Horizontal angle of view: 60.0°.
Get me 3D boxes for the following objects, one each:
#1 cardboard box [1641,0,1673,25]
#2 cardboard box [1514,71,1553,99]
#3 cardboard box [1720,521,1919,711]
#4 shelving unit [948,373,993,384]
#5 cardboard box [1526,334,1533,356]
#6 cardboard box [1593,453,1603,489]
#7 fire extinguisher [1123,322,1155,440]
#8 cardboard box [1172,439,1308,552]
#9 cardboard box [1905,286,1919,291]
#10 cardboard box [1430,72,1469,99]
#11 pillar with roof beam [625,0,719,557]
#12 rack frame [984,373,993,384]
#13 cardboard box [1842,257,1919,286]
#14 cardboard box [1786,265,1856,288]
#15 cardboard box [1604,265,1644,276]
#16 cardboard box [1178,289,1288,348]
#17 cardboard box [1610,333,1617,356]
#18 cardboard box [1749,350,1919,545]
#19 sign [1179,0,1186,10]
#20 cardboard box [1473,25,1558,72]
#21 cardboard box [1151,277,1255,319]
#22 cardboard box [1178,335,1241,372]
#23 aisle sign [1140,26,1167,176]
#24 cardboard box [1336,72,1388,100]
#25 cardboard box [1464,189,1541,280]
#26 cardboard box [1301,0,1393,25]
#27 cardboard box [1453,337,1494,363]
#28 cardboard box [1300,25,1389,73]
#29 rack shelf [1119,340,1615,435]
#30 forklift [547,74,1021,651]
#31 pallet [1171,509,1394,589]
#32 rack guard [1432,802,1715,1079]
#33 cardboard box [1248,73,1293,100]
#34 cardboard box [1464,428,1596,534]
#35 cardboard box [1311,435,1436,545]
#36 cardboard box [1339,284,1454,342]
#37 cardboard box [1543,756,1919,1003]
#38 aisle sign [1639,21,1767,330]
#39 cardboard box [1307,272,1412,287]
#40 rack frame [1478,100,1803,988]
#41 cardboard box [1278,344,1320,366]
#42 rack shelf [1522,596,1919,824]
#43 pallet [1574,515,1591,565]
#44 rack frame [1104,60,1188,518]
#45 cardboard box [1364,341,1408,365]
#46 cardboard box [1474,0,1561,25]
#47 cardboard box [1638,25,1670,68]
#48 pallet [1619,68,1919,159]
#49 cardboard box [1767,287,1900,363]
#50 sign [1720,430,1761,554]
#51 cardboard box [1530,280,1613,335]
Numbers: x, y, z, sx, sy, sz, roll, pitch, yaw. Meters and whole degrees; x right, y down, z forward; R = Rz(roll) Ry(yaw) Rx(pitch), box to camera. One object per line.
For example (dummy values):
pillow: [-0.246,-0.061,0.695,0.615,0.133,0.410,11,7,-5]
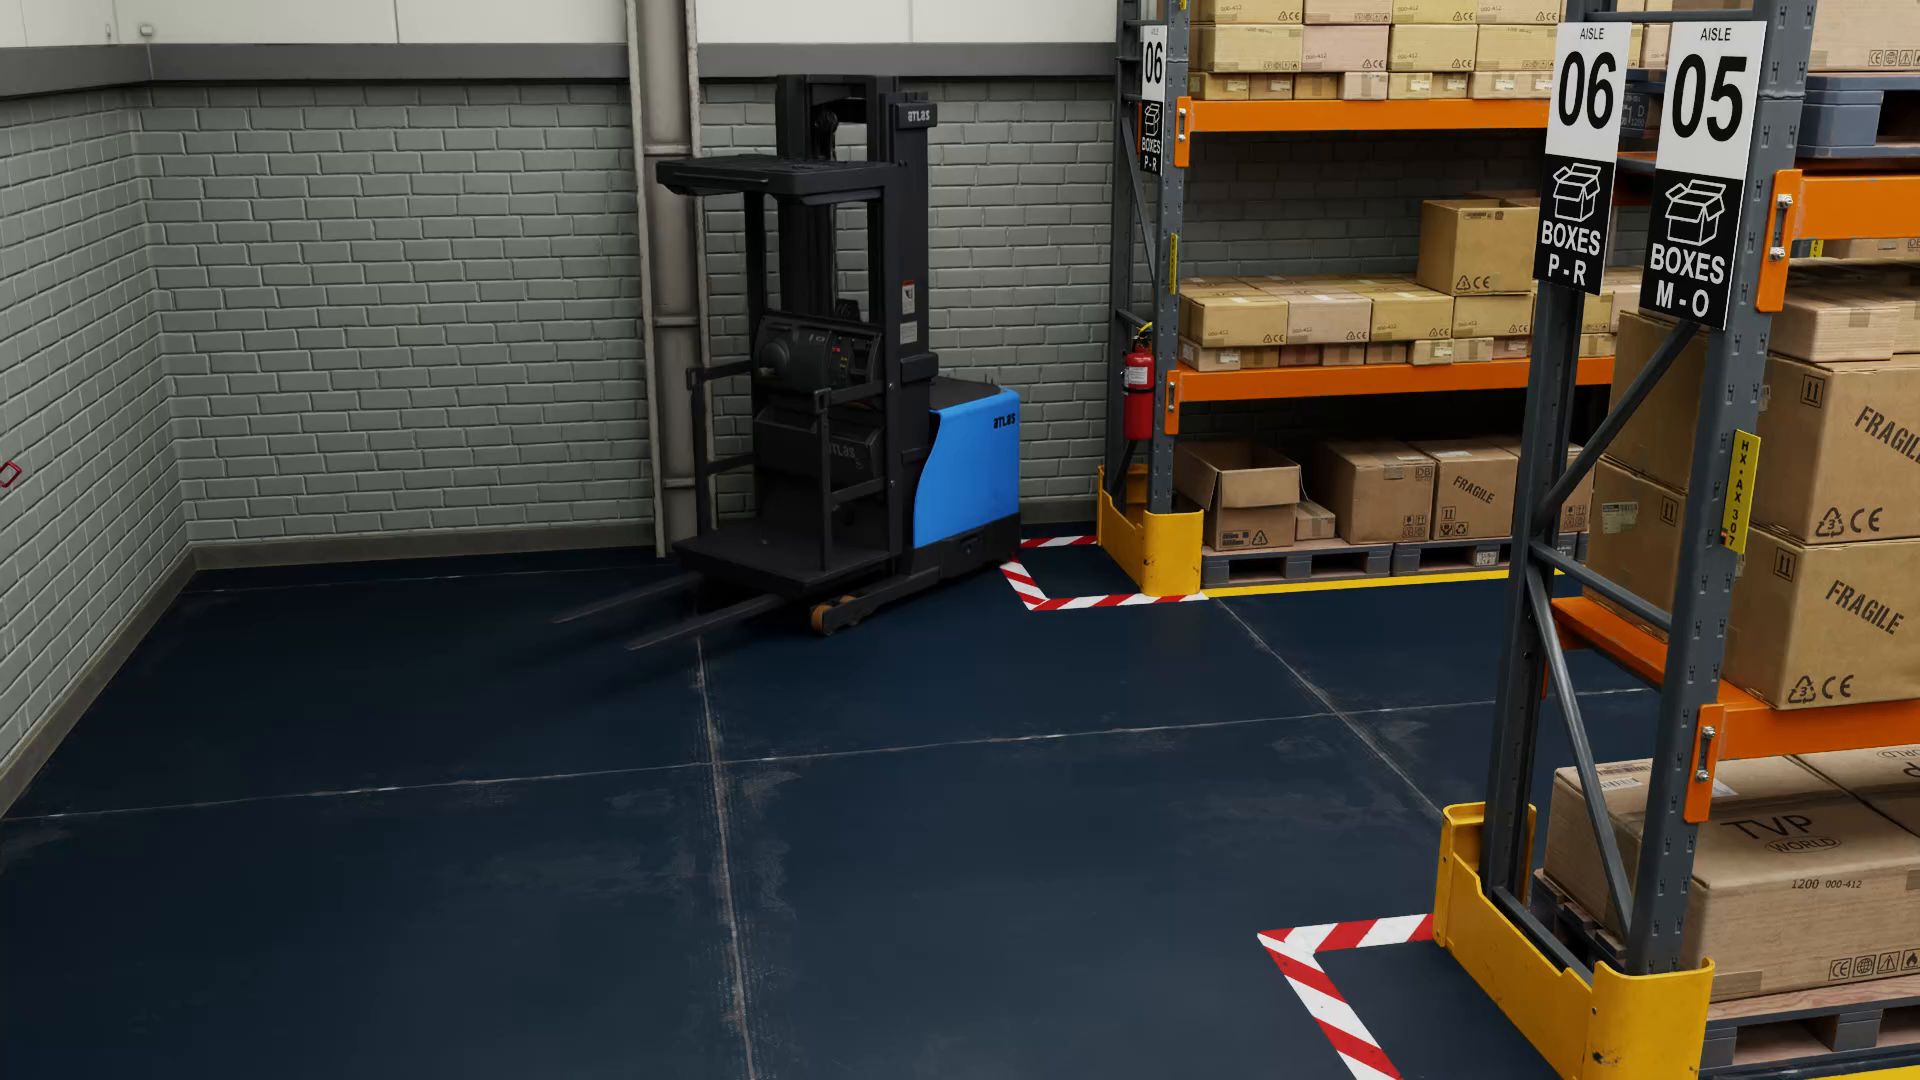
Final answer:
cardboard box: [4.055,-3.108,9.609,0.500,0.250,0.500,-4,17,-11]
cardboard box: [3.199,-2.607,9.510,0.250,0.149,0.380,-3,17,-9]
cardboard box: [2.545,0.169,4.982,0.500,0.500,0.500,-3,17,-11]
shelving unit: [0.067,-0.545,10.799,0.252,1.050,0.215,-4,18,-13]
cardboard box: [3.452,-1.228,10.130,0.250,0.149,0.380,-3,17,-10]
cardboard box: [4.308,-0.439,10.998,0.500,0.311,0.500,-3,17,-8]
fire extinguisher: [1.018,-0.913,9.443,0.183,0.674,0.296,-3,17,-10]
cardboard box: [1.693,-0.284,10.164,0.637,0.503,0.797,-4,18,-13]
cardboard box: [2.942,-0.631,4.781,0.250,0.149,0.380,-3,17,-9]
cardboard box: [2.690,-2.598,9.481,0.250,0.149,0.380,-3,17,-11]
pillar with roof beam: [-0.927,-3.006,5.273,0.400,9.000,9.100,-3,17,-10]
rack frame: [0.186,-0.554,10.827,0.008,1.050,0.200,-4,18,-13]
cardboard box: [3.071,-0.814,5.377,0.250,0.149,0.380,-3,17,-9]
cardboard box: [2.579,-0.774,5.244,0.250,0.149,0.380,-3,17,-9]
cardboard box: [4.464,-1.613,10.704,0.500,0.250,0.500,-3,17,-11]
cardboard box: [1.571,-1.288,9.645,0.500,0.250,0.500,-3,17,-10]
cardboard box: [3.972,-1.233,10.145,0.250,0.149,0.380,-3,17,-9]
cardboard box: [2.545,-0.309,4.837,0.500,0.500,0.500,-4,17,-12]
sign: [1.178,-2.965,8.759,0.005,0.325,0.100,-3,17,-10]
cardboard box: [3.065,-2.815,9.507,0.500,0.250,0.500,-4,17,-11]
cardboard box: [1.476,-1.442,10.148,0.500,0.250,0.500,-3,17,-9]
cardboard box: [1.449,-1.089,9.676,0.250,0.149,0.380,-3,17,-11]
aisle sign: [1.063,-2.424,9.167,0.004,0.787,0.394,-3,17,-10]
cardboard box: [2.203,-2.550,9.324,0.250,0.149,0.380,-3,17,-9]
cardboard box: [3.489,-1.915,10.410,0.500,0.500,0.500,-4,17,-12]
cardboard box: [2.061,-2.988,9.221,0.500,0.250,0.500,-3,17,-11]
cardboard box: [2.978,-1.167,9.930,0.250,0.149,0.380,-3,17,-9]
cardboard box: [2.057,-2.754,9.310,0.500,0.250,0.500,-3,17,-9]
rack shelf: [3.038,-1.037,10.305,4.000,0.370,1.077,-3,17,-10]
forklift: [-0.941,-1.045,9.224,1.130,2.935,3.031,14,22,37]
pallet: [1.932,0.014,10.406,1.213,0.211,1.003,-3,17,-10]
rack guard: [1.996,1.357,5.542,0.348,0.500,1.175,-3,17,-10]
cardboard box: [1.684,-2.556,9.345,0.250,0.149,0.380,-3,17,-9]
cardboard box: [3.559,-0.377,10.471,0.500,0.500,0.700,-4,18,-13]
cardboard box: [2.540,-0.319,10.283,0.500,0.500,0.700,-3,17,-8]
cardboard box: [2.563,-1.345,9.831,0.500,0.250,0.500,-4,17,-11]
cardboard box: [2.649,1.119,5.707,0.875,0.438,0.875,-4,17,-12]
aisle sign: [2.004,-0.994,4.512,0.004,0.787,0.394,-3,17,-10]
cardboard box: [2.469,-1.497,10.326,0.500,0.250,0.500,-3,17,-9]
rack frame: [2.020,0.161,5.179,0.127,3.000,1.000,-3,17,-10]
cardboard box: [1.942,-1.141,9.846,0.250,0.149,0.380,-3,17,-11]
rack shelf: [3.983,0.393,5.647,4.000,0.370,1.077,-3,17,-10]
pallet: [4.327,-0.121,10.848,1.213,0.211,1.003,-3,17,-10]
rack frame: [1.074,-1.270,9.837,0.127,3.000,1.000,-3,17,-10]
cardboard box: [2.461,-1.154,9.888,0.250,0.149,0.380,-3,17,-10]
cardboard box: [3.050,-3.052,9.427,0.500,0.250,0.500,-3,17,-9]
cardboard box: [4.067,-2.866,9.674,0.500,0.250,0.500,-4,17,-12]
pallet: [2.746,-1.275,4.896,1.213,0.211,1.003,-3,17,-10]
cardboard box: [2.421,-0.615,4.727,0.250,0.149,0.380,-3,17,-9]
sign: [2.119,-0.130,4.518,0.005,0.325,0.100,-3,17,-10]
cardboard box: [3.567,-1.408,10.037,0.500,0.250,0.500,-3,17,-11]
